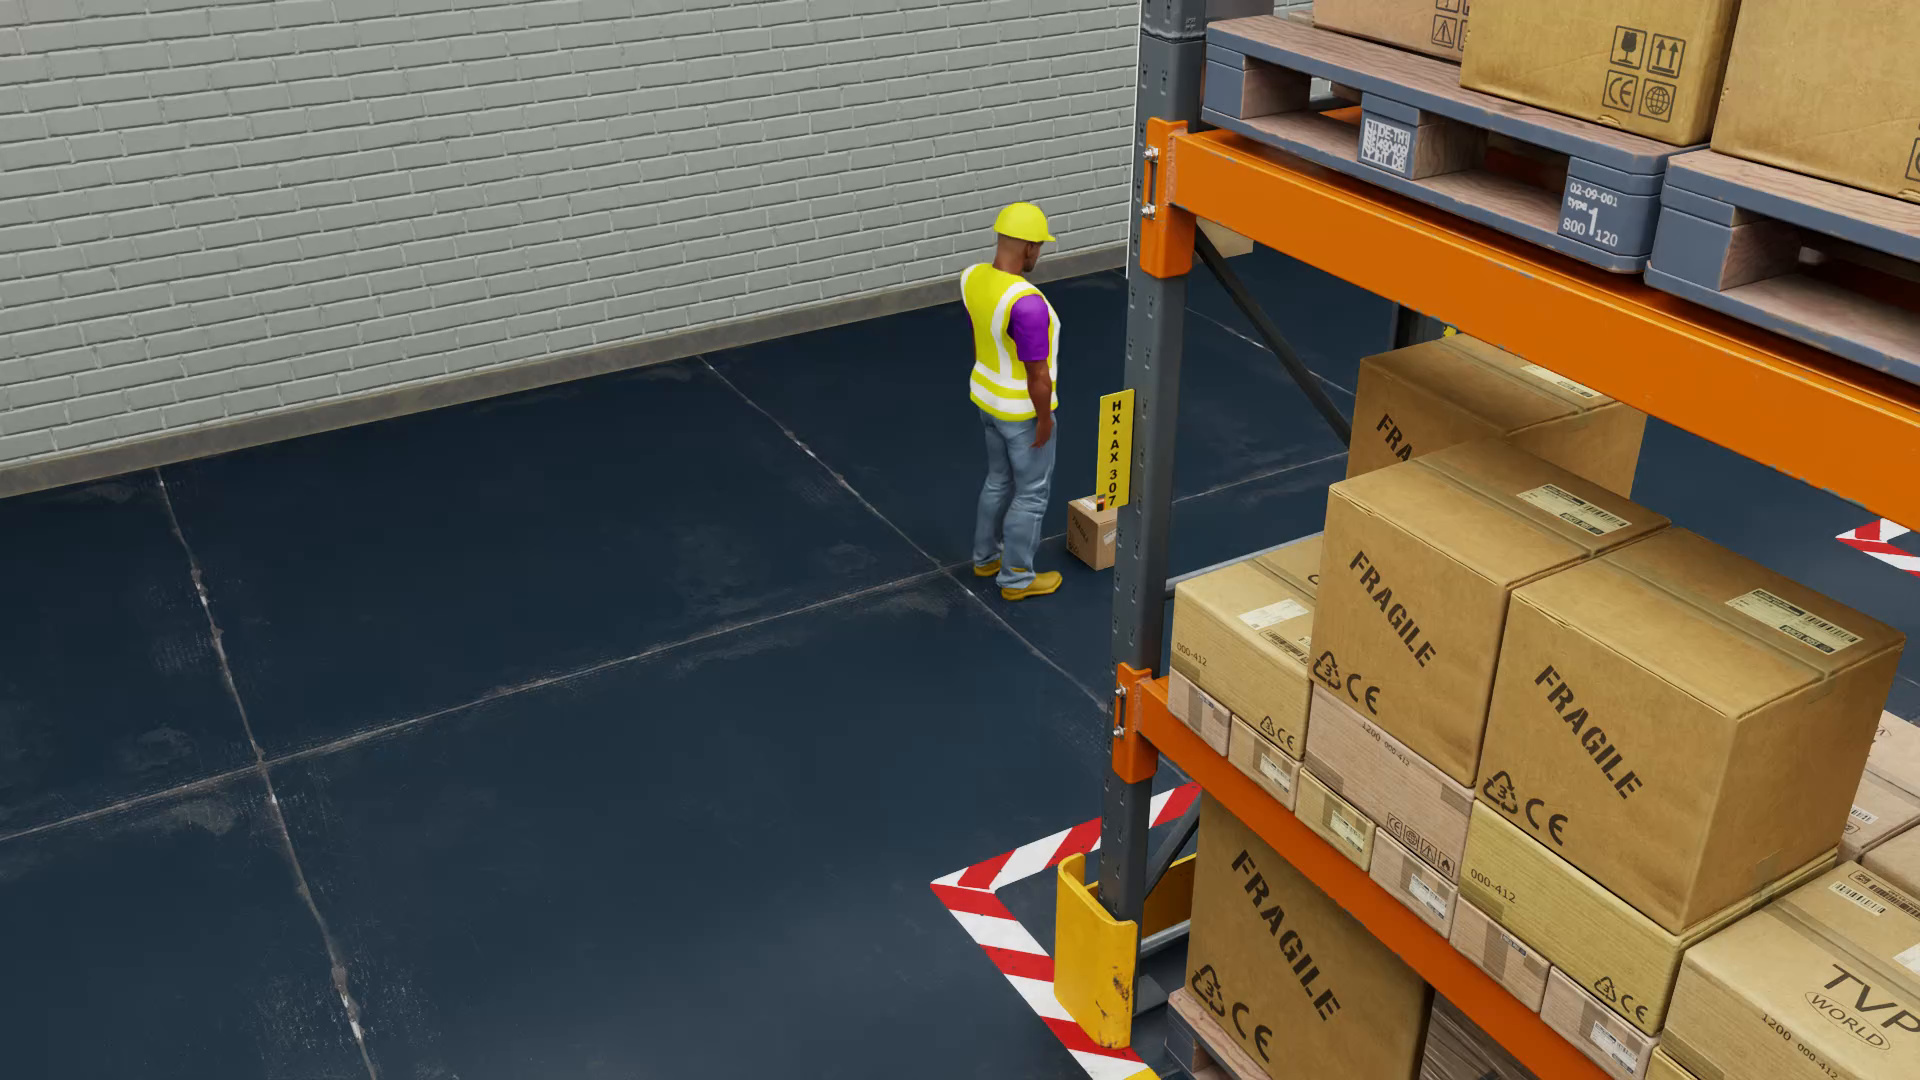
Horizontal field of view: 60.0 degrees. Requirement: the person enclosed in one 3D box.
[{"bbox_3d":[0.231,-0.596,7.189,0.368,1.759,0.569,-15,32,-25],"label":"person"}]
